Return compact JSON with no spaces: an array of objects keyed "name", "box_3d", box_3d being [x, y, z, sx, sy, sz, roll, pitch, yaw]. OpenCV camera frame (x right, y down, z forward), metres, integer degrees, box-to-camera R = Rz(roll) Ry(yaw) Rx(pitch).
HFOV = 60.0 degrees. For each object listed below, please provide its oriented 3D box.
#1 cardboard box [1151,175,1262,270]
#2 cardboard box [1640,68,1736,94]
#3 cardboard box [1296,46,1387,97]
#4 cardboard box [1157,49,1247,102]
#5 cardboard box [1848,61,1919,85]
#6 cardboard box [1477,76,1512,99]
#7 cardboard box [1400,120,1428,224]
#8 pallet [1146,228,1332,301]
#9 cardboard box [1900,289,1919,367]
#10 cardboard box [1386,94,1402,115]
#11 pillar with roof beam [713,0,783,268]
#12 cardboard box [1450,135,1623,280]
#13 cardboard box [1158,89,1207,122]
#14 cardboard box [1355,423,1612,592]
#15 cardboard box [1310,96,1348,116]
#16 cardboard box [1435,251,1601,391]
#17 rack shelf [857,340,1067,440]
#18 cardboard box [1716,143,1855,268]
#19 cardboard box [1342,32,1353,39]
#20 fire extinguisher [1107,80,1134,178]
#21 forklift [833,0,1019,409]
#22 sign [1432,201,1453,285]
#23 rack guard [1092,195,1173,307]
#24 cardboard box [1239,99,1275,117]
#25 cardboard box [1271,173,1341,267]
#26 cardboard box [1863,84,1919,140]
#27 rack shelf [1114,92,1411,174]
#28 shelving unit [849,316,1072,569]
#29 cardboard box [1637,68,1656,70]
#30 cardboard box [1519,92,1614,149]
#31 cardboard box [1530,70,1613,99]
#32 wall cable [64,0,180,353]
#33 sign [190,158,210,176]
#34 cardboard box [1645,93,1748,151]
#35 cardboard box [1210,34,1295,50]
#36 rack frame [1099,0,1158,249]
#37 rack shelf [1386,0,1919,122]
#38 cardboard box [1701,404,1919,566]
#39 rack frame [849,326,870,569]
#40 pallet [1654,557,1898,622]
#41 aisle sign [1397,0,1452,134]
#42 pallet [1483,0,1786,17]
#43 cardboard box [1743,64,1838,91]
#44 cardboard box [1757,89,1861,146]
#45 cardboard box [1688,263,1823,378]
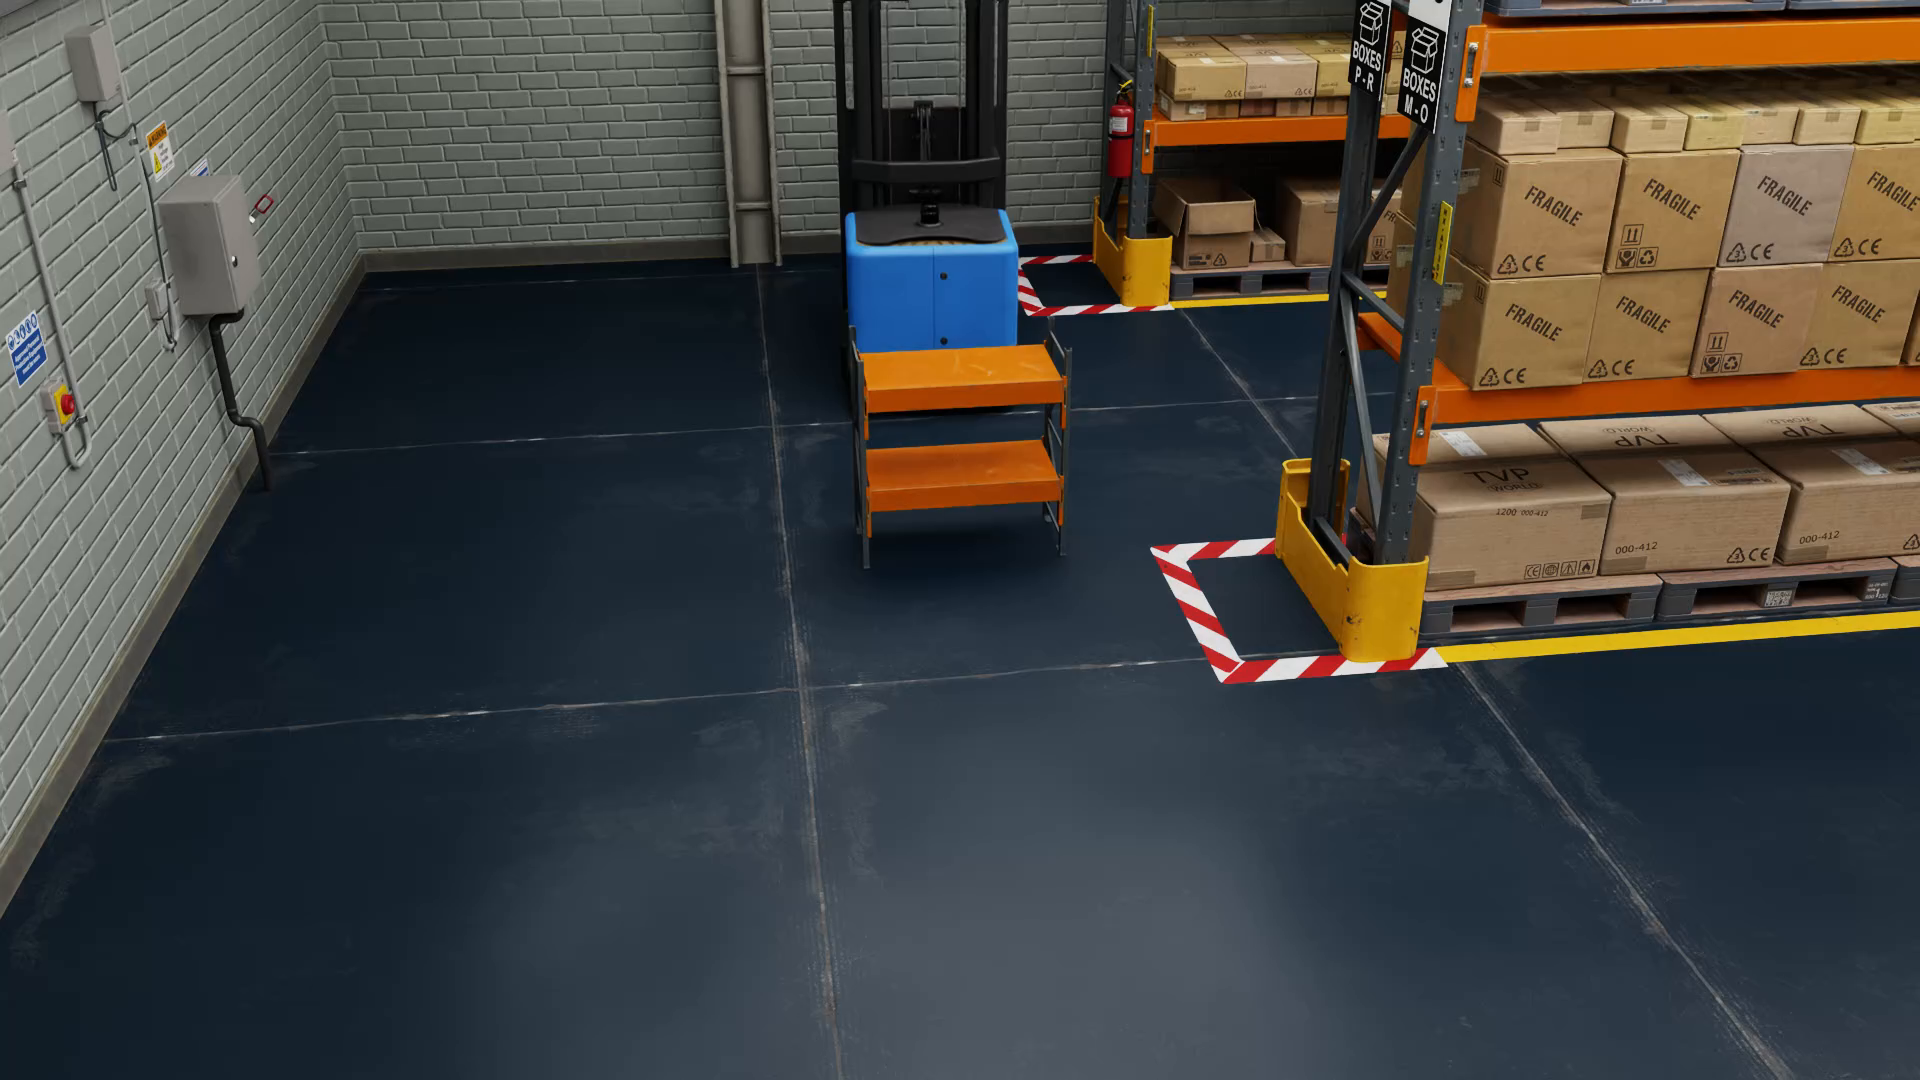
[{"name":"cardboard box","box_3d":[1.820,-2.358,12.334,0.637,0.503,0.797,-5,28,-9]},{"name":"cardboard box","box_3d":[3.240,-1.997,7.440,0.250,0.149,0.380,-4,27,-8]},{"name":"cardboard box","box_3d":[2.689,-3.324,11.781,0.500,0.250,0.500,-4,27,-8]},{"name":"cardboard box","box_3d":[1.688,-3.258,11.653,0.500,0.250,0.500,-4,27,-7]},{"name":"cardboard box","box_3d":[4.251,-2.068,7.579,0.250,0.149,0.380,-4,27,-7]},{"name":"cardboard box","box_3d":[2.224,-1.933,7.317,0.250,0.149,0.380,-3,27,-6]},{"name":"cardboard box","box_3d":[2.341,-1.670,7.513,0.500,0.500,0.500,-3,27,-5]},{"name":"pallet","box_3d":[2.066,-2.101,12.613,1.213,0.211,1.003,-4,27,-7]},{"name":"cardboard box","box_3d":[4.429,-1.122,7.541,0.500,0.500,0.500,-4,27,-8]},{"name":"cardboard box","box_3d":[3.105,-3.156,11.890,0.250,0.149,0.380,-3,27,-6]},{"name":"pillar with roof beam","box_3d":[-0.995,-4.245,7.165,0.400,9.000,9.100,-4,27,-7]},{"name":"cardboard box","box_3d":[2.411,-1.433,7.052,0.500,0.500,0.500,-4,27,-8]},{"name":"cardboard box","box_3d":[1.565,-3.071,11.724,0.250,0.149,0.380,-4,27,-8]},{"name":"cardboard box","box_3d":[2.536,-0.176,8.154,0.875,0.438,0.875,-5,28,-9]},{"name":"cardboard box","box_3d":[2.587,-3.148,11.875,0.250,0.149,0.380,-3,27,-6]},{"name":"cardboard box","box_3d":[2.412,-0.987,7.279,0.500,0.500,0.500,-4,27,-8]},{"name":"rack shelf","box_3d":[-0.007,-0.760,8.359,1.000,0.278,0.538,-4,27,-7]},{"name":"cardboard box","box_3d":[3.431,-1.505,7.193,0.500,0.500,0.500,-4,27,-8]},{"name":"cardboard box","box_3d":[3.139,-3.595,12.309,0.500,0.250,0.500,-4,27,-7]},{"name":"fire extinguisher","box_3d":[1.120,-2.867,11.545,0.183,0.674,0.296,-4,27,-7]},{"name":"forklift","box_3d":[-0.263,-2.740,10.879,1.130,2.935,3.031,-2,27,-4]},{"name":"sign","box_3d":[1.968,-1.211,6.789,0.005,0.325,0.100,-4,27,-7]},{"name":"rack guard","box_3d":[1.276,-2.178,12.448,0.348,0.500,1.175,-4,27,-7]},{"name":"cardboard box","box_3d":[2.066,-3.140,11.859,0.250,0.149,0.380,-4,27,-8]},{"name":"cardboard box","box_3d":[2.672,-2.393,12.406,0.500,0.500,0.700,-3,27,-5]},{"name":"cardboard box","box_3d":[4.081,-1.836,7.126,0.250,0.149,0.380,-4,27,-7]},{"name":"rack shelf","box_3d":[3.182,-3.093,12.280,4.000,0.370,1.077,-4,27,-7]},{"name":"shelving unit","box_3d":[-0.007,-0.500,8.492,1.048,1.125,0.538,-4,27,-7]},{"name":"cardboard box","box_3d":[4.692,-3.463,12.052,0.500,0.250,0.500,-3,27,-6]},{"name":"cardboard box","box_3d":[2.536,-1.766,6.991,0.250,0.149,0.380,-3,27,-6]},{"name":"cardboard box","box_3d":[2.716,-2.015,7.475,0.250,0.149,0.380,-4,27,-8]},{"name":"wall cable","box_3d":[-3.893,-1.765,7.791,0.122,1.984,0.588,-4,27,-7]},{"name":"sign","box_3d":[-4.106,-1.799,9.075,0.001,0.494,0.329,-4,27,-7]},{"name":"cardboard box","box_3d":[3.067,-1.756,6.971,0.250,0.149,0.380,-5,28,-9]},{"name":"cardboard box","box_3d":[2.130,-3.533,12.188,0.500,0.250,0.500,-4,27,-7]},{"name":"rack frame","box_3d":[1.201,-3.286,11.868,0.127,3.000,1.000,-4,27,-7]},{"name":"rack shelf","box_3d":[3.877,-2.184,7.222,4.000,0.370,1.077,-4,27,-7]},{"name":"cardboard box","box_3d":[4.334,-0.295,8.385,0.875,0.438,0.875,-4,27,-9]},{"name":"rack frame","box_3d":[-0.510,-0.468,8.429,0.032,1.125,0.500,-4,27,-7]},{"name":"pallet","box_3d":[3.883,0.036,8.448,1.213,0.211,1.003,-4,27,-7]},{"name":"aisle sign","box_3d":[1.865,-2.063,6.637,0.004,0.787,0.394,-4,27,-7]},{"name":"pallet","box_3d":[2.629,-2.389,6.931,1.213,0.211,1.003,-4,27,-7]},{"name":"cardboard box","box_3d":[3.742,-2.047,7.539,0.250,0.149,0.380,-3,27,-5]},{"name":"cardboard box","box_3d":[3.573,-1.793,7.044,0.250,0.149,0.380,-3,27,-7]},{"name":"cardboard box","box_3d":[3.415,-1.056,7.413,0.500,0.500,0.500,-4,27,-7]}]
